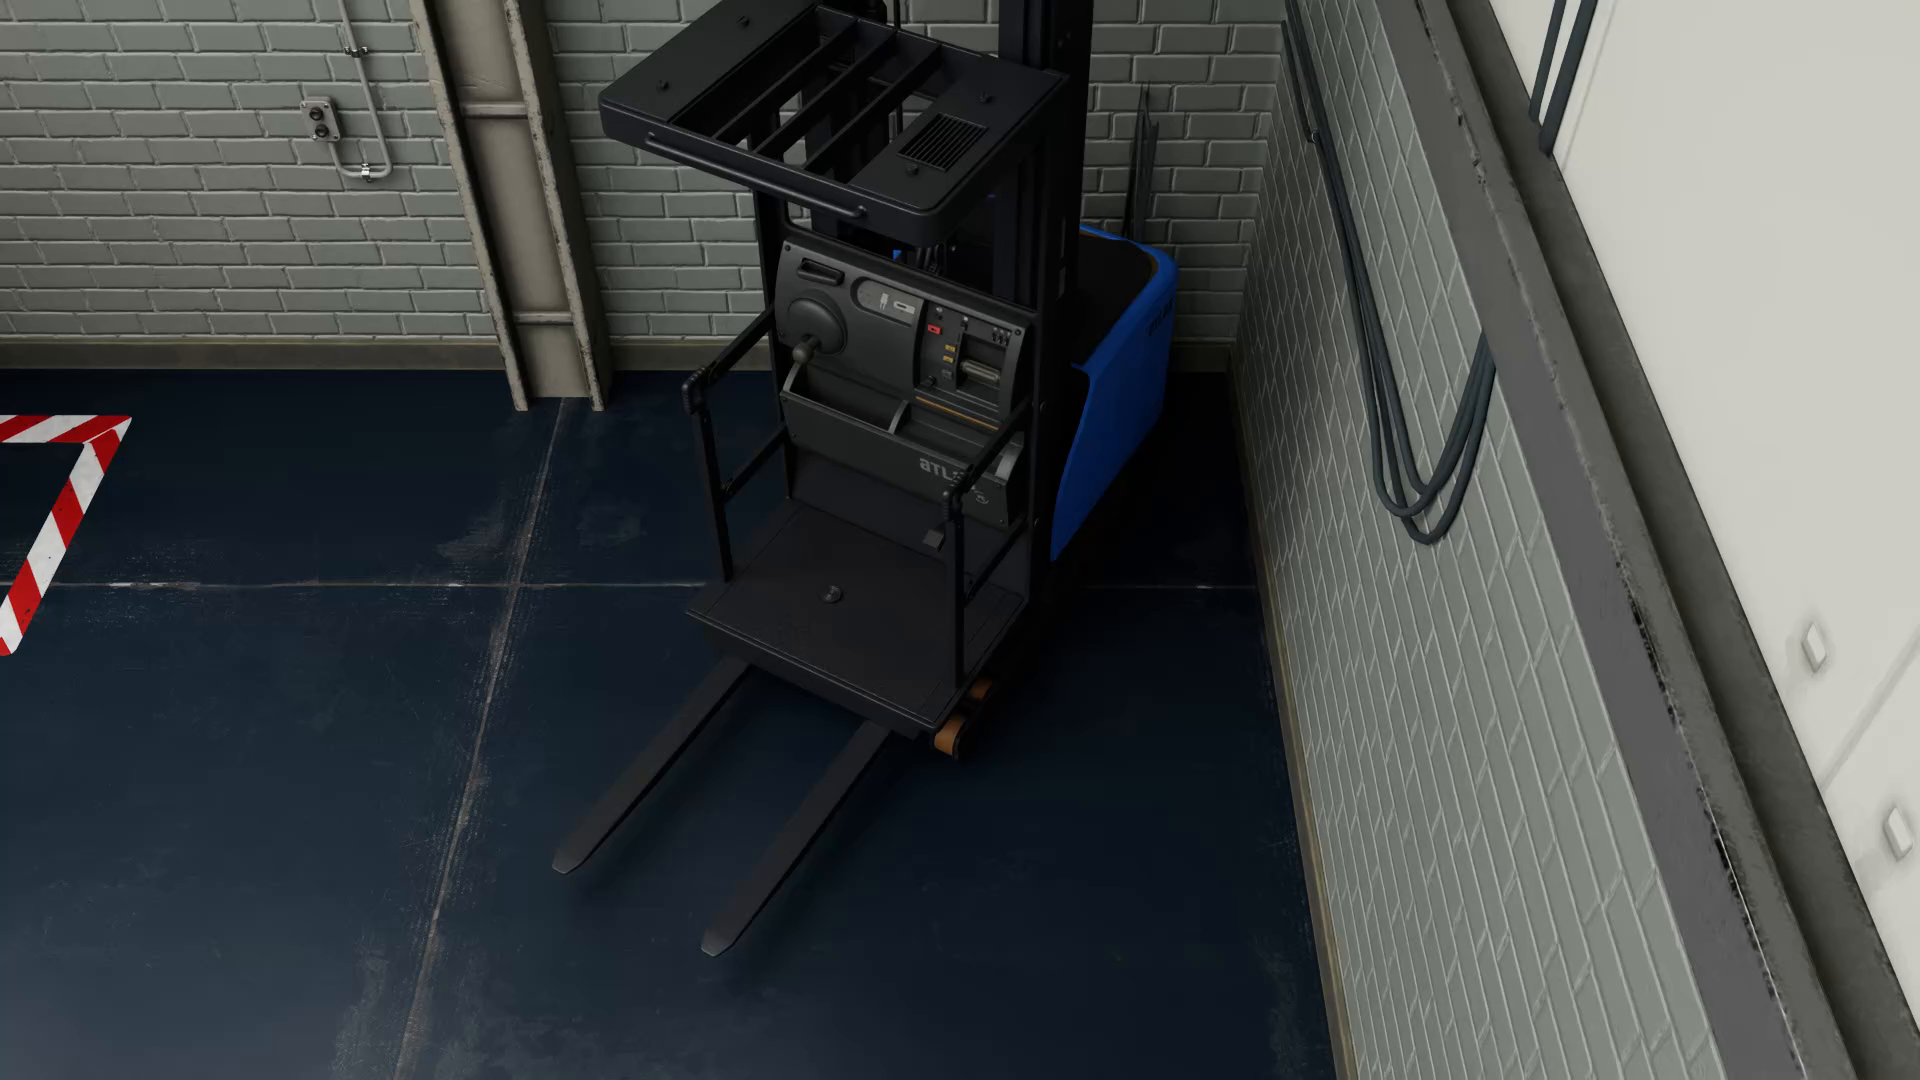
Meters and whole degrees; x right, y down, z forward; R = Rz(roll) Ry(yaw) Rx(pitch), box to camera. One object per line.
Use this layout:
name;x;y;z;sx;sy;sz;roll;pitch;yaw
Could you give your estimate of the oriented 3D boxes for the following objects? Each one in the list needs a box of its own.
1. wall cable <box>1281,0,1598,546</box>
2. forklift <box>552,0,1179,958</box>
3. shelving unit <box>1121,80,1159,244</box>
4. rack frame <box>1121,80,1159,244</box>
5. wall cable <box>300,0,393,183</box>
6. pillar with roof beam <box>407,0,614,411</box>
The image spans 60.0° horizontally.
wall cable;1.182;-1.791;4.472;0.112;2.526;3.097;0;47;0
forklift;-0.313;-0.600;5.387;1.130;2.935;3.031;23;51;20
shelving unit;0.188;-1.159;6.791;1.083;1.500;0.587;3;42;-1
rack frame;0.687;-1.133;6.799;0.032;1.500;0.500;3;42;-1
wall cable;-3.189;-2.117;6.058;1.851;1.984;0.084;0;47;0
pillar with roof beam;-1.785;-0.601;1.242;0.400;9.000;9.100;0;47;0
